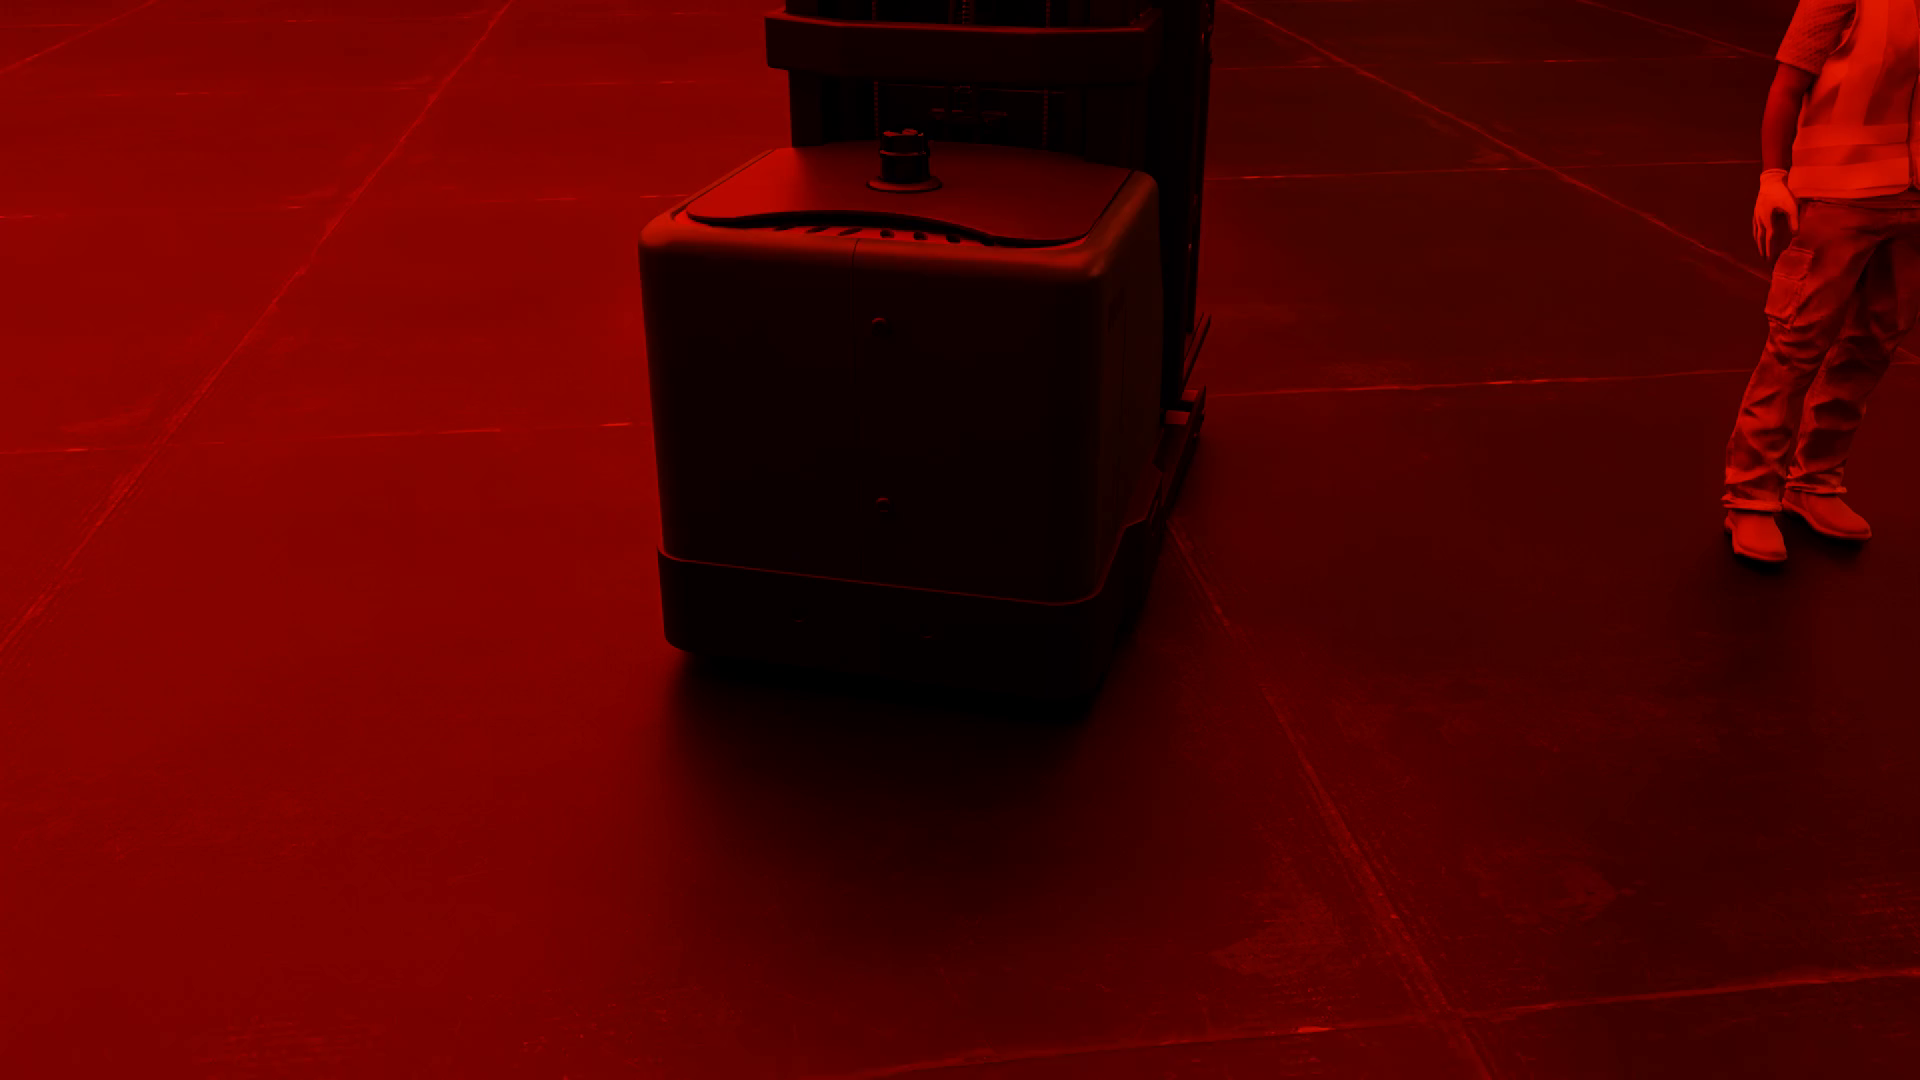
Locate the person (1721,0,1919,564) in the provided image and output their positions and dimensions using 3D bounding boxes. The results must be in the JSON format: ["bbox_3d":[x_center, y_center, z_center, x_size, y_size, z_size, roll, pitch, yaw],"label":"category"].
[{"bbox_3d":[2.393,-0.848,4.294,0.657,1.784,0.577,-2,26,-4],"label":"person"}]

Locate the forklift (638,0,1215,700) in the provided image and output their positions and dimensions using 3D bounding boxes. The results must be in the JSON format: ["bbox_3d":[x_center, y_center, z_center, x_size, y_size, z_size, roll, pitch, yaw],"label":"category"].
[{"bbox_3d":[0.156,-1.583,4.514,1.130,2.935,3.031,6,26,13],"label":"forklift"}]
